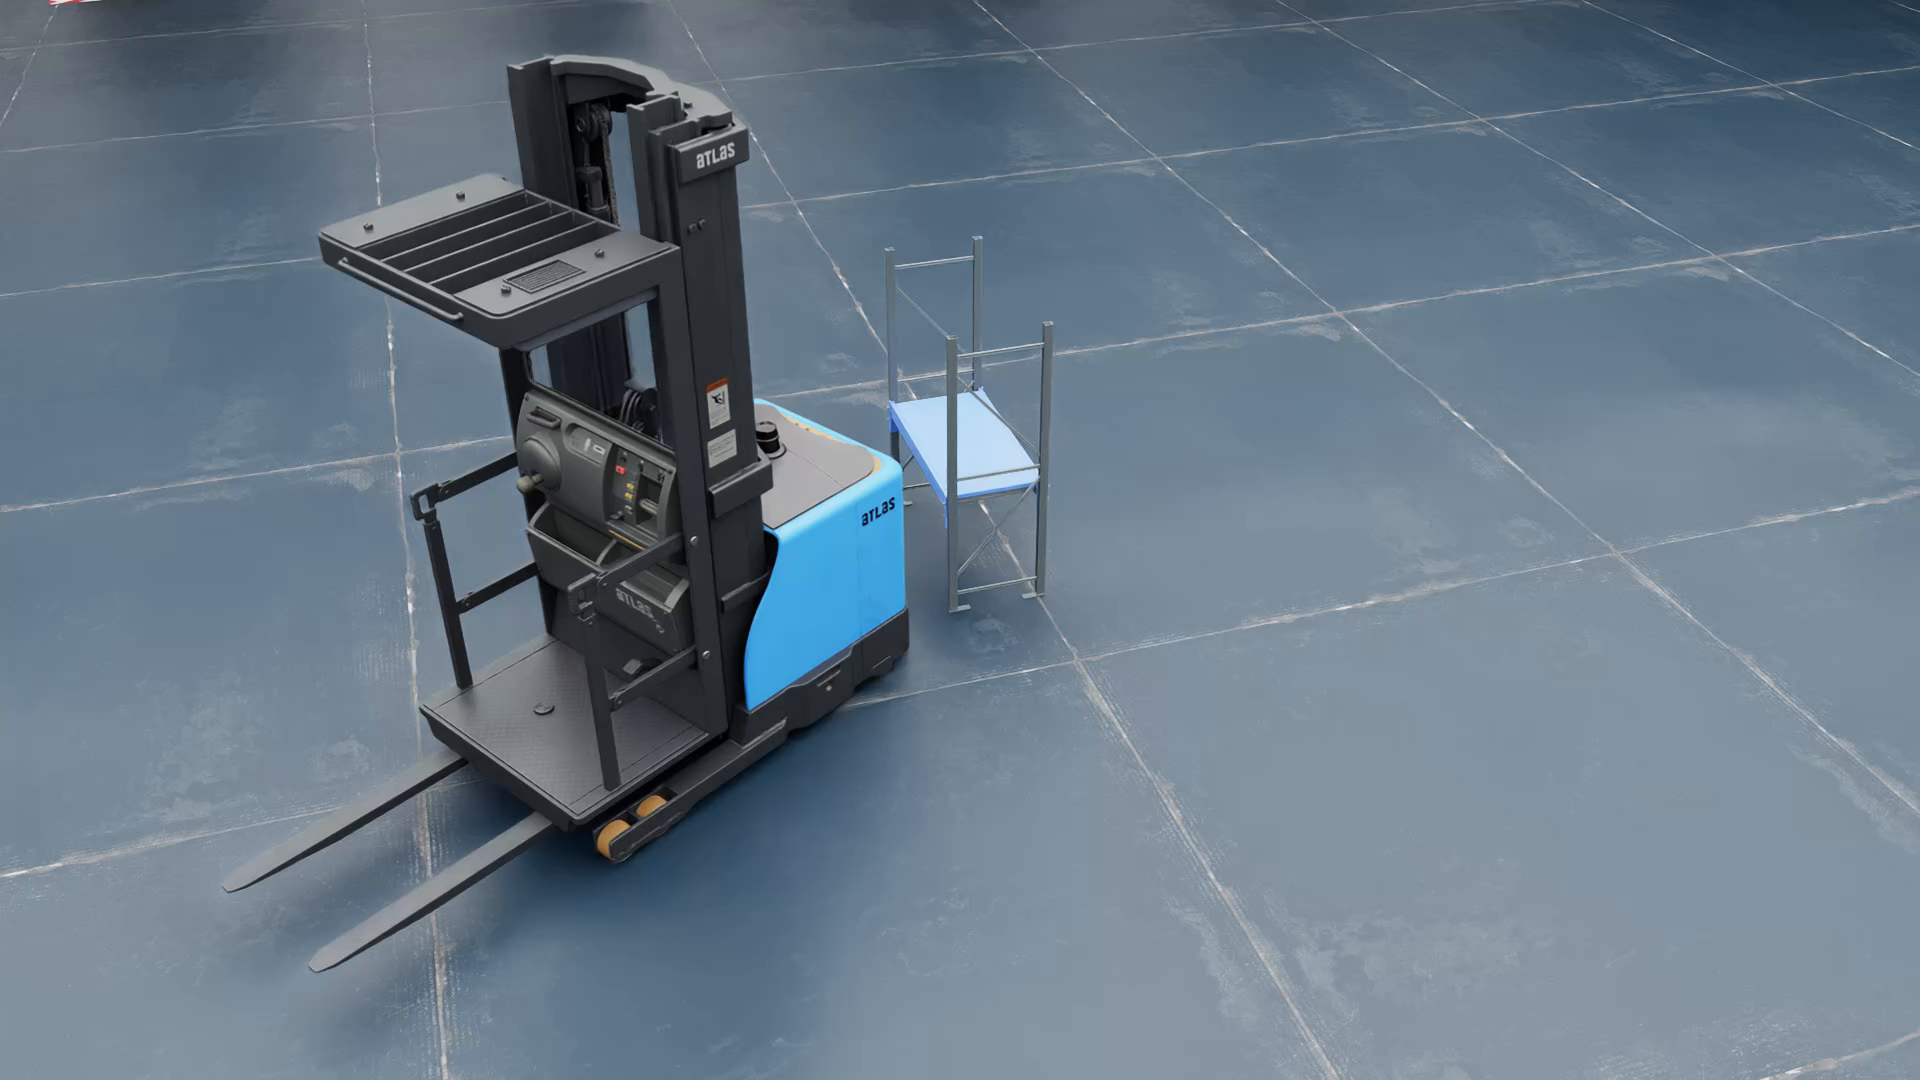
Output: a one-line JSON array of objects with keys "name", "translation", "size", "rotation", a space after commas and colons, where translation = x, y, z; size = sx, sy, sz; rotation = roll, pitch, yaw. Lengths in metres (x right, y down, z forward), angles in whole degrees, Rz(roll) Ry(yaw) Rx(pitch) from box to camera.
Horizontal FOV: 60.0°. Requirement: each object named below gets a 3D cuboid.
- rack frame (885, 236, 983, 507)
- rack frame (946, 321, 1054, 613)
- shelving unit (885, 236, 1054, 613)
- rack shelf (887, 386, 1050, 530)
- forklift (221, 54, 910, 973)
[{"name": "rack frame", "translation": [-0.129, -0.848, 8.673], "size": [0.500, 1.500, 0.032], "rotation": [-10, 35, -15]}, {"name": "rack frame", "translation": [0.181, -0.314, 7.865], "size": [0.500, 1.500, 0.032], "rotation": [-10, 35, -15]}, {"name": "shelving unit", "translation": [0.026, -0.581, 8.269], "size": [0.538, 1.500, 1.048], "rotation": [-10, 35, -15]}, {"name": "rack shelf", "translation": [0.026, -0.431, 8.368], "size": [0.538, 0.185, 1.000], "rotation": [-10, 35, -15]}, {"name": "forklift", "translation": [-1.582, -0.230, 6.439], "size": [1.130, 2.935, 3.031], "rotation": [25, 41, 33]}]
